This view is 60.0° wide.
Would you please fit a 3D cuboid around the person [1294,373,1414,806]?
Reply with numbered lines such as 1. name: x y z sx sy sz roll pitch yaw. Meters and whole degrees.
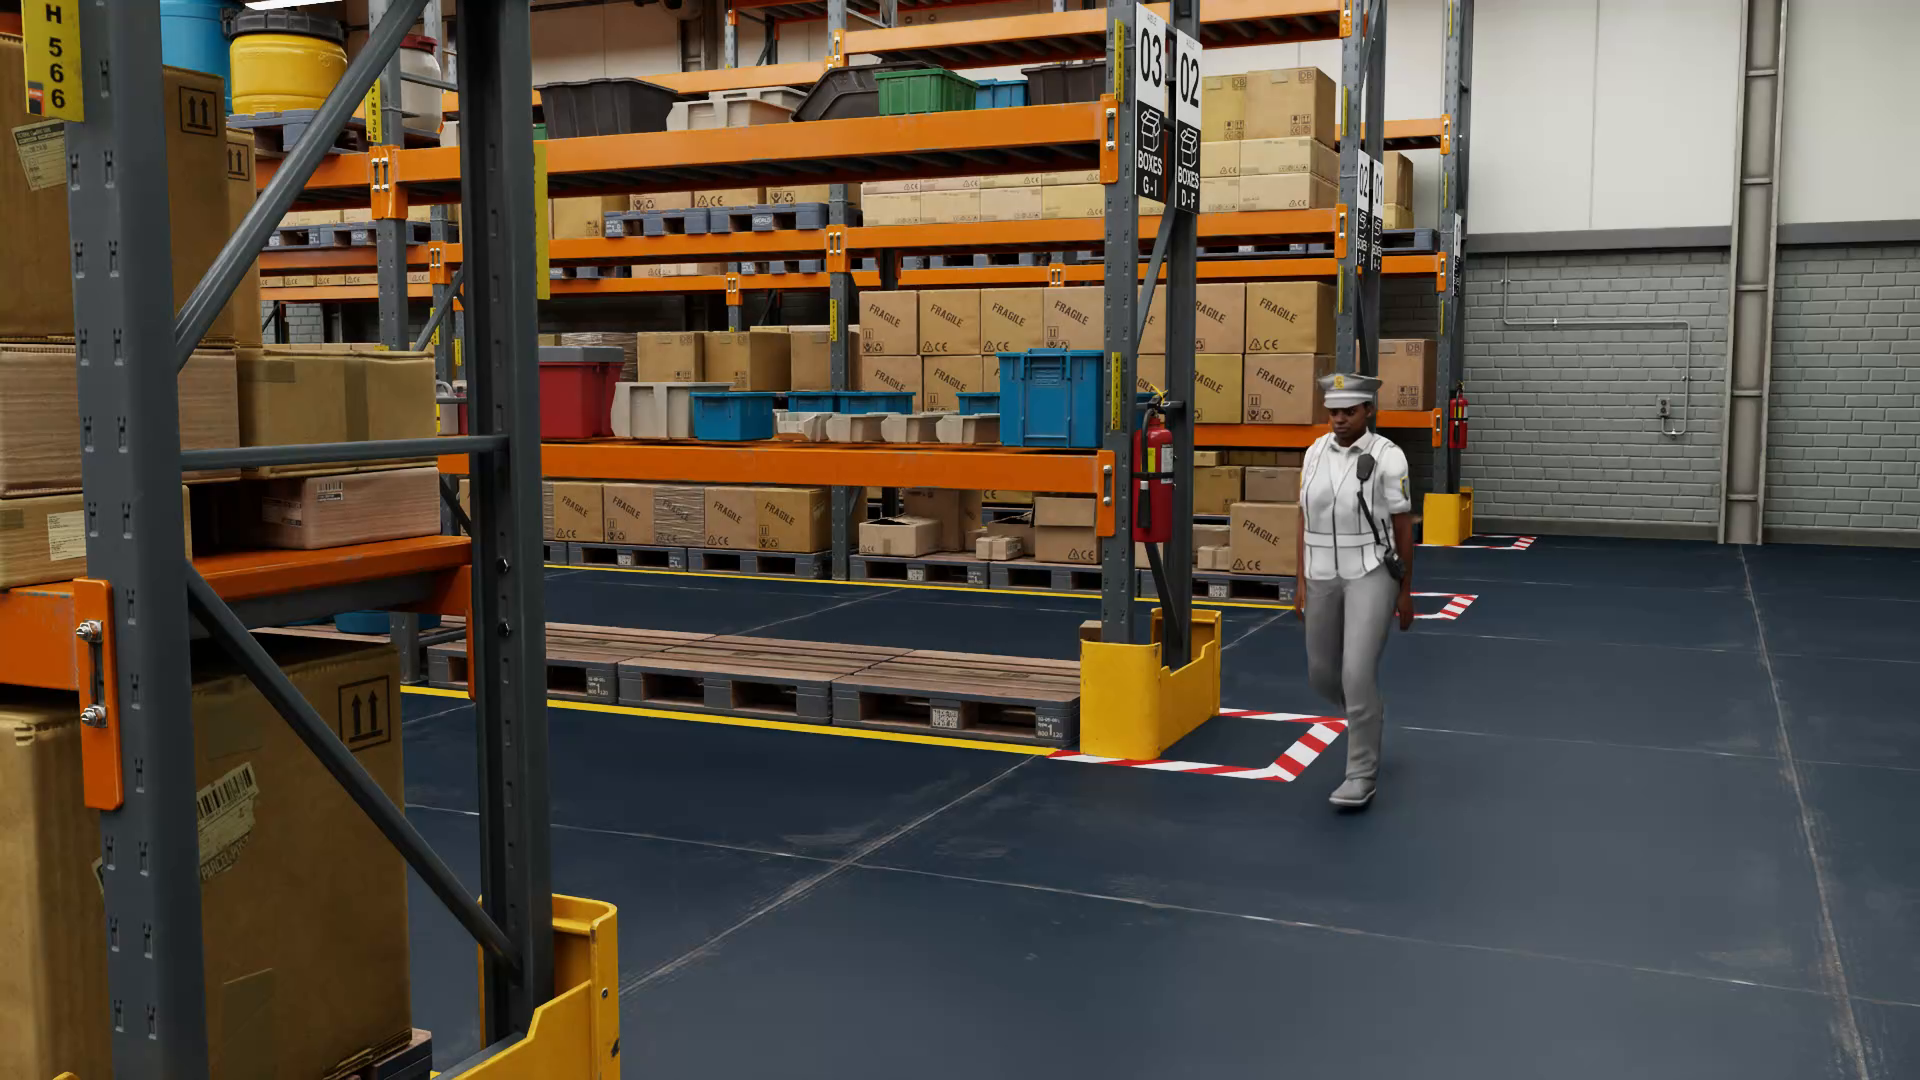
1. person: 1.572 0.160 6.571 0.464 1.632 0.809 5 7 40
